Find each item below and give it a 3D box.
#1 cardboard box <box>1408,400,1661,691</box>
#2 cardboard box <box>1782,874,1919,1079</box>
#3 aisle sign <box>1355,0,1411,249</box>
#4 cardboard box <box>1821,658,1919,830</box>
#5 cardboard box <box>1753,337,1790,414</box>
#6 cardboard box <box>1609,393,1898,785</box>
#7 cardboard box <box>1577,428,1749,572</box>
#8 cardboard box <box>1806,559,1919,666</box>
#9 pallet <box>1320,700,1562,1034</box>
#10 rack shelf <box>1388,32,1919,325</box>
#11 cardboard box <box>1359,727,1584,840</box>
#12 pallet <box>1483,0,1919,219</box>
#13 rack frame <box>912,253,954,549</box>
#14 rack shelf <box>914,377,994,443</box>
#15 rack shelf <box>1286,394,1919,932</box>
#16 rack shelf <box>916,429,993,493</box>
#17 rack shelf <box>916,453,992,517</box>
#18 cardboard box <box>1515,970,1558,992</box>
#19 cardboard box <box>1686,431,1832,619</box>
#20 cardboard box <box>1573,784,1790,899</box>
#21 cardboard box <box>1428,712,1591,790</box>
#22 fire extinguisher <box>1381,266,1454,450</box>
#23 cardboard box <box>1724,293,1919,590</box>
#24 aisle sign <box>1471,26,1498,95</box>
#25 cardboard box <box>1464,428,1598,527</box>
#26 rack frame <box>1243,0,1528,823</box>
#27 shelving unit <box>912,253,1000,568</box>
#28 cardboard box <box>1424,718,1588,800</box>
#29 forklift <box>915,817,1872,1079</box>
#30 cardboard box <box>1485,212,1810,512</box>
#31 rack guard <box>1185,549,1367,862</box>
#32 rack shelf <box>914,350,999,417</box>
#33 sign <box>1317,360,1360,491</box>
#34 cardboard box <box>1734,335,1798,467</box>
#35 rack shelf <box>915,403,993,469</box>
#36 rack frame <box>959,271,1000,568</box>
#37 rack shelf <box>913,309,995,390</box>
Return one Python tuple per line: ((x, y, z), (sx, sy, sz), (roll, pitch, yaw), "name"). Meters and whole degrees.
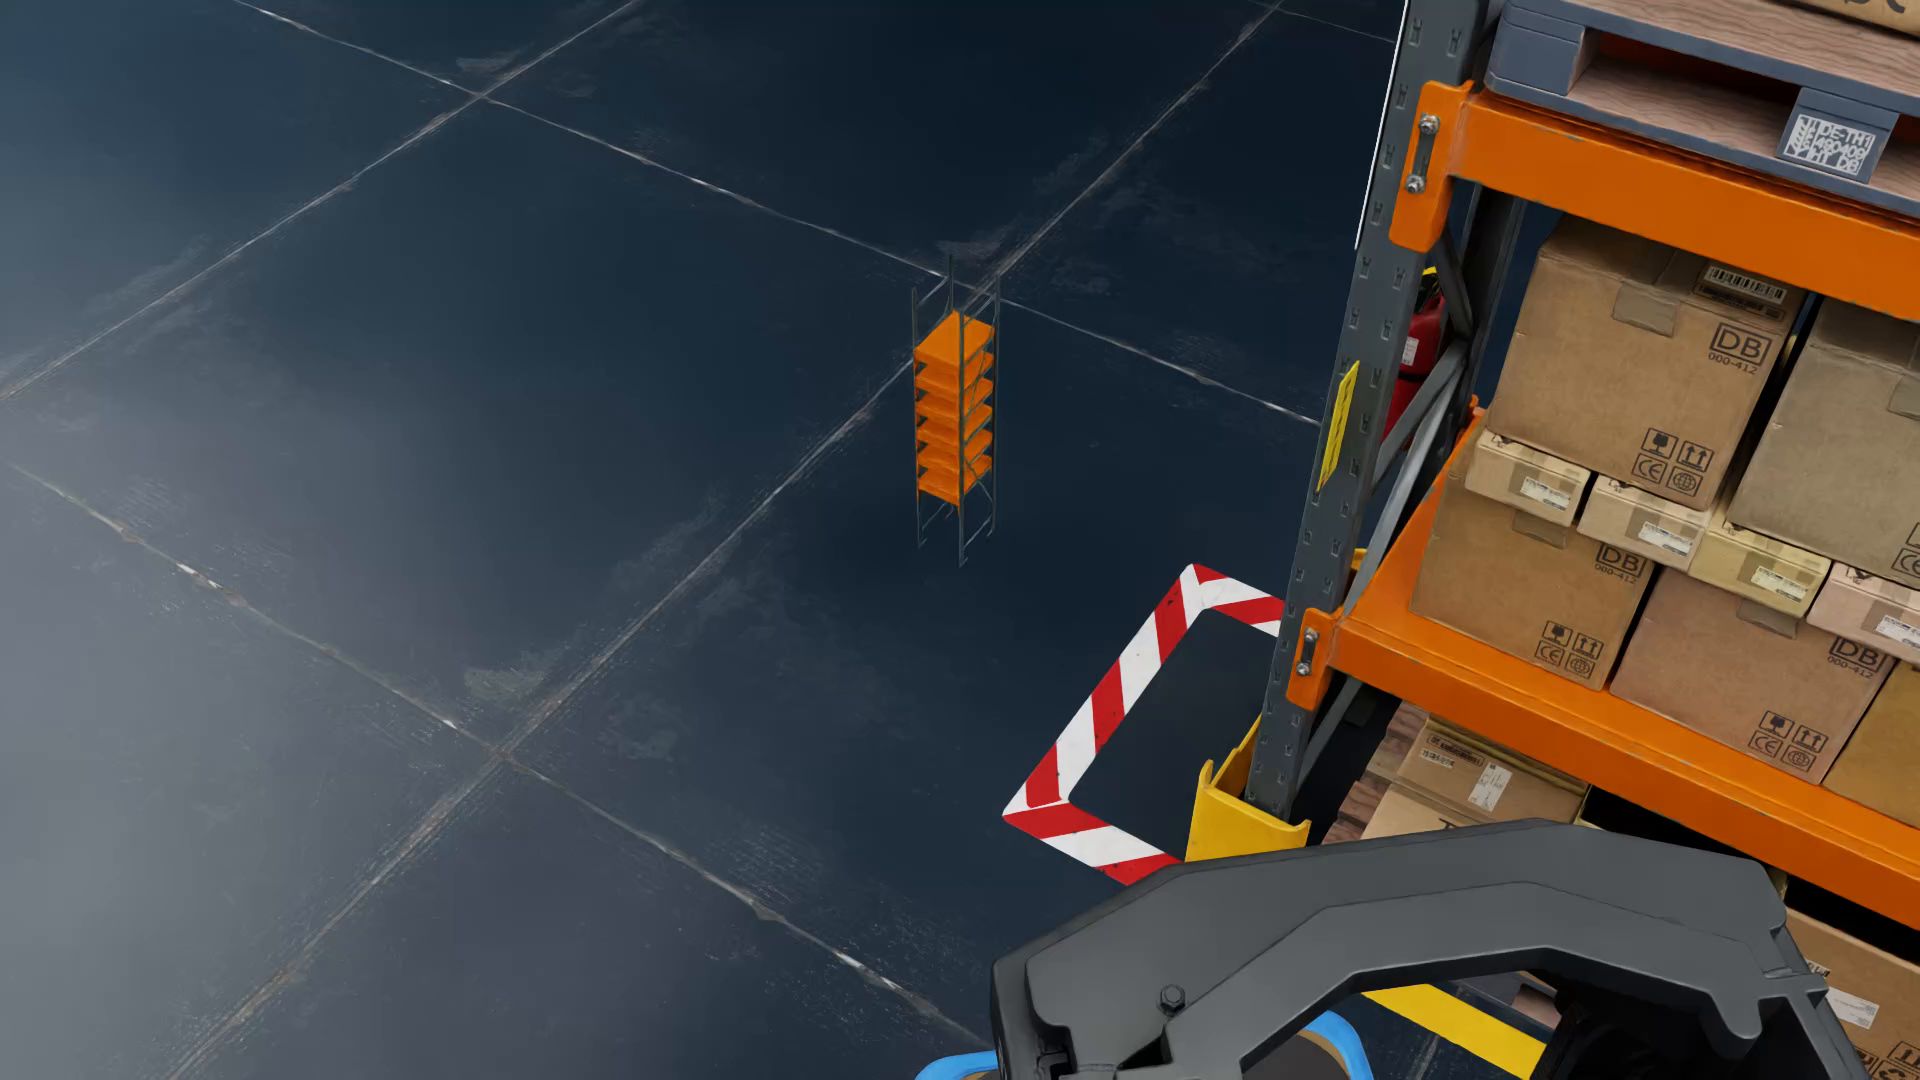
((1.542, -0.104, 4.190), (0.500, 0.500, 0.700), (25, 51, 22), "cardboard box")
((2.337, 1.013, 4.276), (0.500, 0.500, 0.500), (25, 51, 22), "cardboard box")
((0.936, -1.004, 3.322), (0.004, 0.787, 0.394), (25, 51, 22), "aisle sign")
((2.402, 0.292, 3.805), (0.500, 0.500, 0.700), (25, 51, 22), "cardboard box")
((1.802, -0.385, 4.011), (0.250, 0.149, 0.380), (26, 51, 23), "cardboard box")
((1.987, 0.096, 3.995), (0.500, 0.500, 0.700), (26, 51, 23), "cardboard box")
((1.594, -0.136, 3.769), (0.250, 0.149, 0.380), (23, 50, 21), "cardboard box")
((2.015, 0.060, 3.578), (0.250, 0.149, 0.380), (24, 50, 22), "cardboard box")
((1.823, 0.985, 5.146), (1.213, 0.211, 1.003), (25, 51, 22), "pallet")
((2.840, -0.278, 2.839), (4.000, 0.370, 1.077), (25, 51, 22), "rack shelf")
((1.488, 0.896, 4.912), (0.500, 0.250, 0.500), (25, 51, 22), "cardboard box")
((1.738, -0.983, 3.084), (1.213, 0.211, 1.003), (25, 51, 22), "pallet")
((-0.089, -0.459, 5.860), (0.006, 1.200, 0.240), (25, 51, 22), "rack frame")
((-0.012, -0.476, 5.771), (0.180, 0.103, 0.258), (25, 51, 22), "rack shelf")
((2.840, 0.767, 3.914), (4.000, 0.370, 1.077), (25, 51, 22), "rack shelf")
((-0.012, -0.309, 5.943), (0.180, 0.103, 0.258), (25, 51, 22), "rack shelf")
((-0.012, -0.226, 6.029), (0.180, 0.103, 0.258), (25, 51, 22), "rack shelf")
((1.911, 1.087, 4.726), (0.500, 0.250, 0.500), (25, 51, 22), "cardboard box")
((1.803, -0.039, 3.674), (0.250, 0.149, 0.380), (25, 51, 22), "cardboard box")
((1.910, 0.827, 4.456), (0.500, 0.500, 0.500), (25, 51, 22), "cardboard box")
((1.768, 0.321, 4.948), (0.500, 0.500, 0.500), (25, 51, 22), "cardboard box")
((1.308, -0.557, 4.754), (0.183, 0.674, 0.296), (25, 51, 22), "fire extinguisher")
((2.033, -0.335, 3.510), (0.500, 0.500, 0.700), (23, 50, 21), "cardboard box")
((1.260, -1.366, 3.674), (0.004, 0.787, 0.394), (25, 51, 22), "aisle sign")
((1.370, -0.237, 3.866), (0.250, 0.149, 0.380), (24, 51, 22), "cardboard box")
((1.156, -0.258, 4.409), (0.127, 3.000, 1.000), (25, 51, 22), "rack frame")
((-0.012, -0.424, 5.825), (0.189, 1.200, 0.258), (25, 51, 22), "shelving unit")
((1.767, 0.583, 5.216), (0.500, 0.250, 0.500), (25, 51, 22), "cardboard box")
((0.598, 1.869, 2.390), (1.130, 2.935, 3.031), (-6, 46, -6), "forklift")
((1.587, -0.536, 3.705), (0.500, 0.500, 0.700), (25, 51, 22), "cardboard box")
((1.136, 0.604, 5.314), (0.348, 0.500, 1.175), (25, 51, 22), "rack guard")
((-0.012, -0.560, 5.685), (0.180, 0.103, 0.258), (25, 51, 22), "rack shelf")
((0.852, -0.254, 3.747), (0.005, 0.325, 0.100), (25, 51, 22), "sign")
((2.017, -0.286, 3.915), (0.250, 0.149, 0.380), (24, 50, 22), "cardboard box")
((-0.012, -0.393, 5.857), (0.180, 0.103, 0.258), (25, 51, 22), "rack shelf")
((0.065, -0.388, 5.791), (0.006, 1.200, 0.240), (25, 51, 22), "rack frame")
((-0.012, -0.644, 5.599), (0.180, 0.103, 0.258), (25, 51, 22), "rack shelf")
